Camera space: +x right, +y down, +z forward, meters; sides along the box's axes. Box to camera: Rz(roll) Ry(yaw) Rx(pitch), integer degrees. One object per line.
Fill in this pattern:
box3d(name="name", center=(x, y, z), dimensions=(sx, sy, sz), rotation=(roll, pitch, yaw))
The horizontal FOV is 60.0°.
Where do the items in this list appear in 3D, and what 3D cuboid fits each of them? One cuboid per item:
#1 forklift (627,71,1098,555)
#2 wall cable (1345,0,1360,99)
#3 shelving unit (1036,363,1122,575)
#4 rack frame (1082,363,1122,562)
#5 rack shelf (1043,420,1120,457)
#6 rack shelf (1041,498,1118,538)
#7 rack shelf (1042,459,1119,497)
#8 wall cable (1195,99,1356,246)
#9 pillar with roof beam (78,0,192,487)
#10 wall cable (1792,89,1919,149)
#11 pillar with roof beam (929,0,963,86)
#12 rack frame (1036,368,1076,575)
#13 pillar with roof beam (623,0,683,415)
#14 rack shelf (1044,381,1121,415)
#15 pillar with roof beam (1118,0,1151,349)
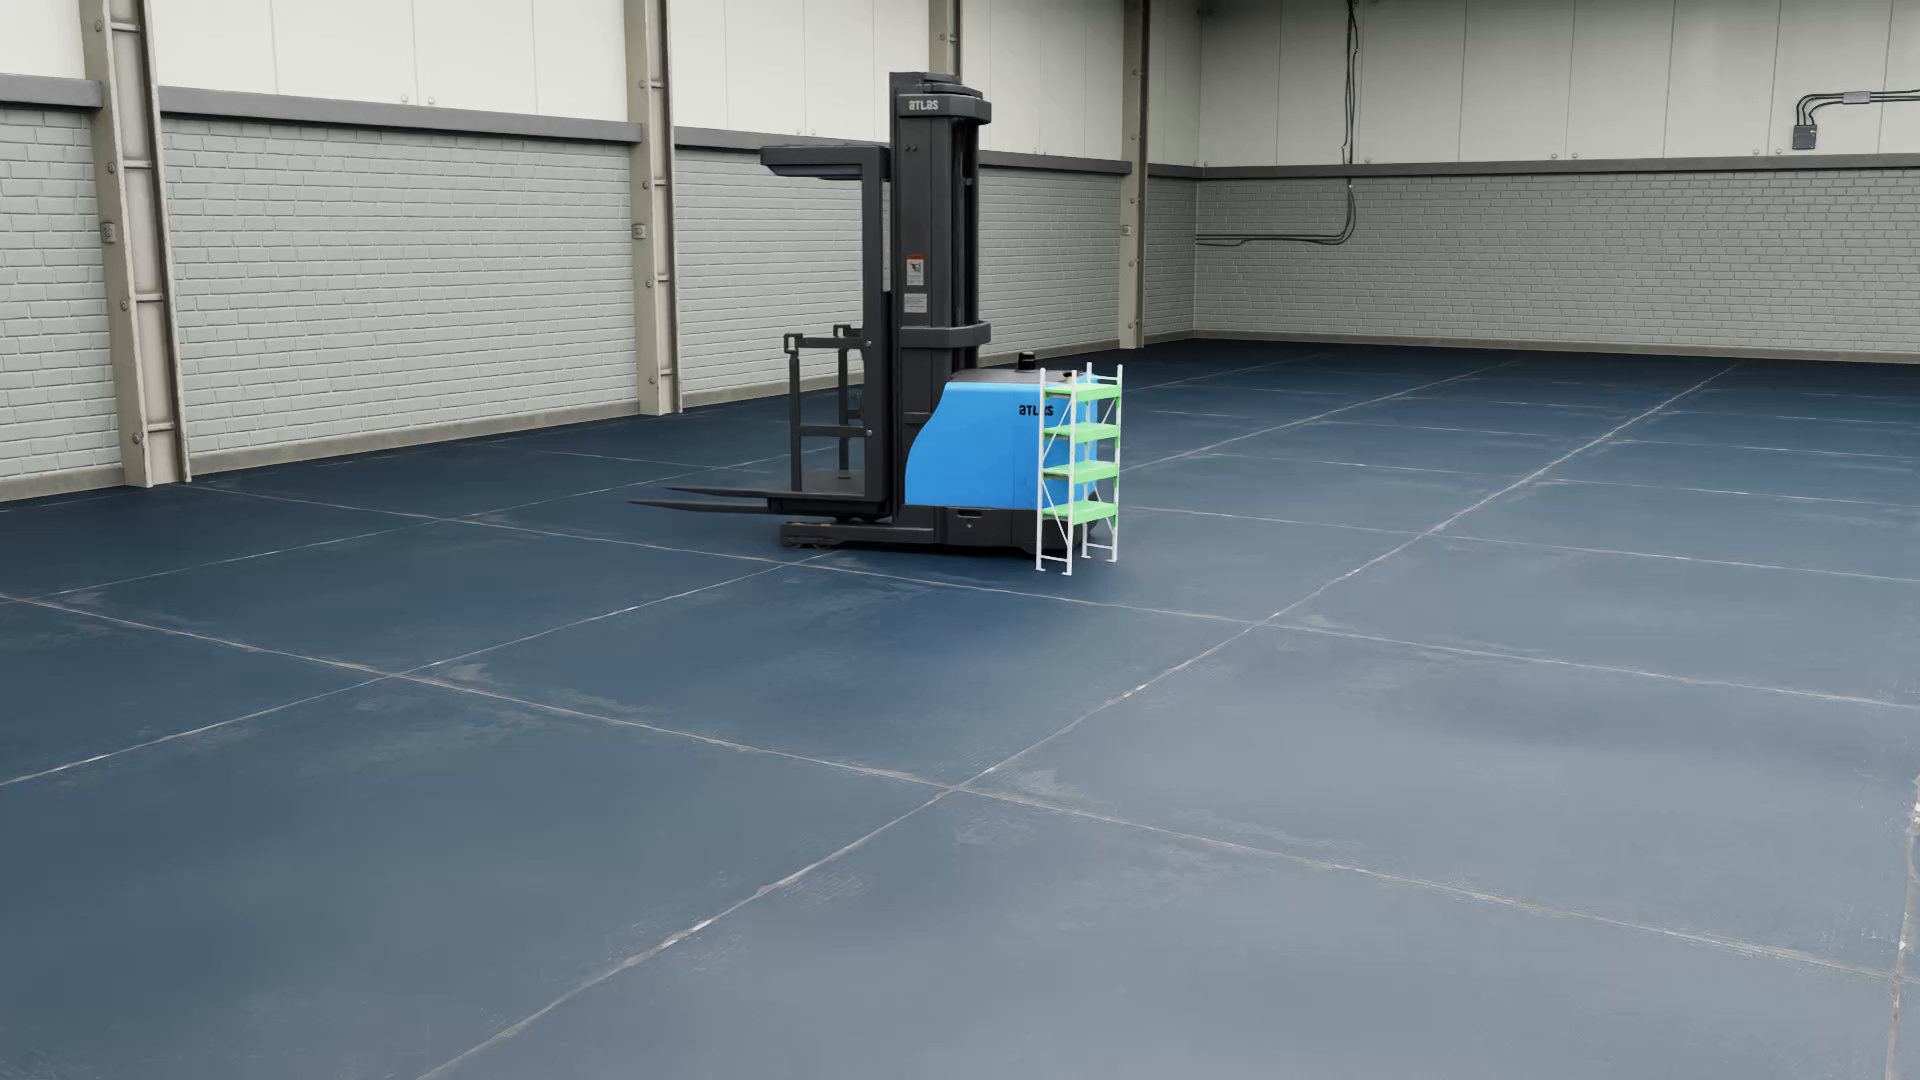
box3d(name="forklift", center=(-0.661, -1.470, 10.756), dimensions=(3.031, 2.935, 1.130), rotation=(3, 11, 14))
box3d(name="wall cable", center=(7.895, -8.747, 27.849), dimensions=(3.097, 2.526, 0.112), rotation=(6, 12, 31))
box3d(name="shelving unit", center=(0.711, -0.433, 9.910), dimensions=(0.258, 1.200, 0.503), rotation=(9, 14, 37))
box3d(name="rack frame", center=(0.861, -0.468, 10.099), dimensions=(0.240, 1.200, 0.015), rotation=(9, 14, 37))
box3d(name="rack shelf", center=(0.713, -0.606, 9.876), dimensions=(0.258, 0.148, 0.480), rotation=(9, 14, 37))
box3d(name="rack shelf", center=(0.708, -0.135, 9.969), dimensions=(0.258, 0.148, 0.480), rotation=(9, 14, 37))
box3d(name="rack shelf", center=(0.711, -0.370, 9.922), dimensions=(0.258, 0.148, 0.480), rotation=(9, 14, 37))
box3d(name="wall cable", center=(5.582, -6.523, 29.694), dimensions=(3.097, 2.526, 0.112), rotation=(6, 12, 31))
box3d(name="pillar with roof beam", center=(-2.743, -4.470, 10.290), dimensions=(9.100, 9.000, 0.400), rotation=(6, 12, 31))
box3d(name="wall cable", center=(13.688, -8.811, 24.237), dimensions=(2.305, 6.003, 0.169), rotation=(6, 12, 31))
box3d(name="pillar with roof beam", center=(3.487, -6.357, 20.371), dimensions=(9.100, 9.000, 0.400), rotation=(6, 12, 31))
box3d(name="rack frame", center=(0.561, -0.398, 9.721), dimensions=(0.240, 1.200, 0.015), rotation=(9, 14, 37))
box3d(name="pillar with roof beam", center=(0.372, -5.413, 15.331), dimensions=(9.100, 9.000, 0.400), rotation=(6, 12, 31))
box3d(name="rack shelf", center=(0.716, -0.841, 9.830), dimensions=(0.258, 0.148, 0.480), rotation=(9, 14, 37))
box3d(name="pillar with roof beam", center=(6.602, -7.301, 25.411), dimensions=(9.100, 9.000, 0.400), rotation=(6, 12, 31))
